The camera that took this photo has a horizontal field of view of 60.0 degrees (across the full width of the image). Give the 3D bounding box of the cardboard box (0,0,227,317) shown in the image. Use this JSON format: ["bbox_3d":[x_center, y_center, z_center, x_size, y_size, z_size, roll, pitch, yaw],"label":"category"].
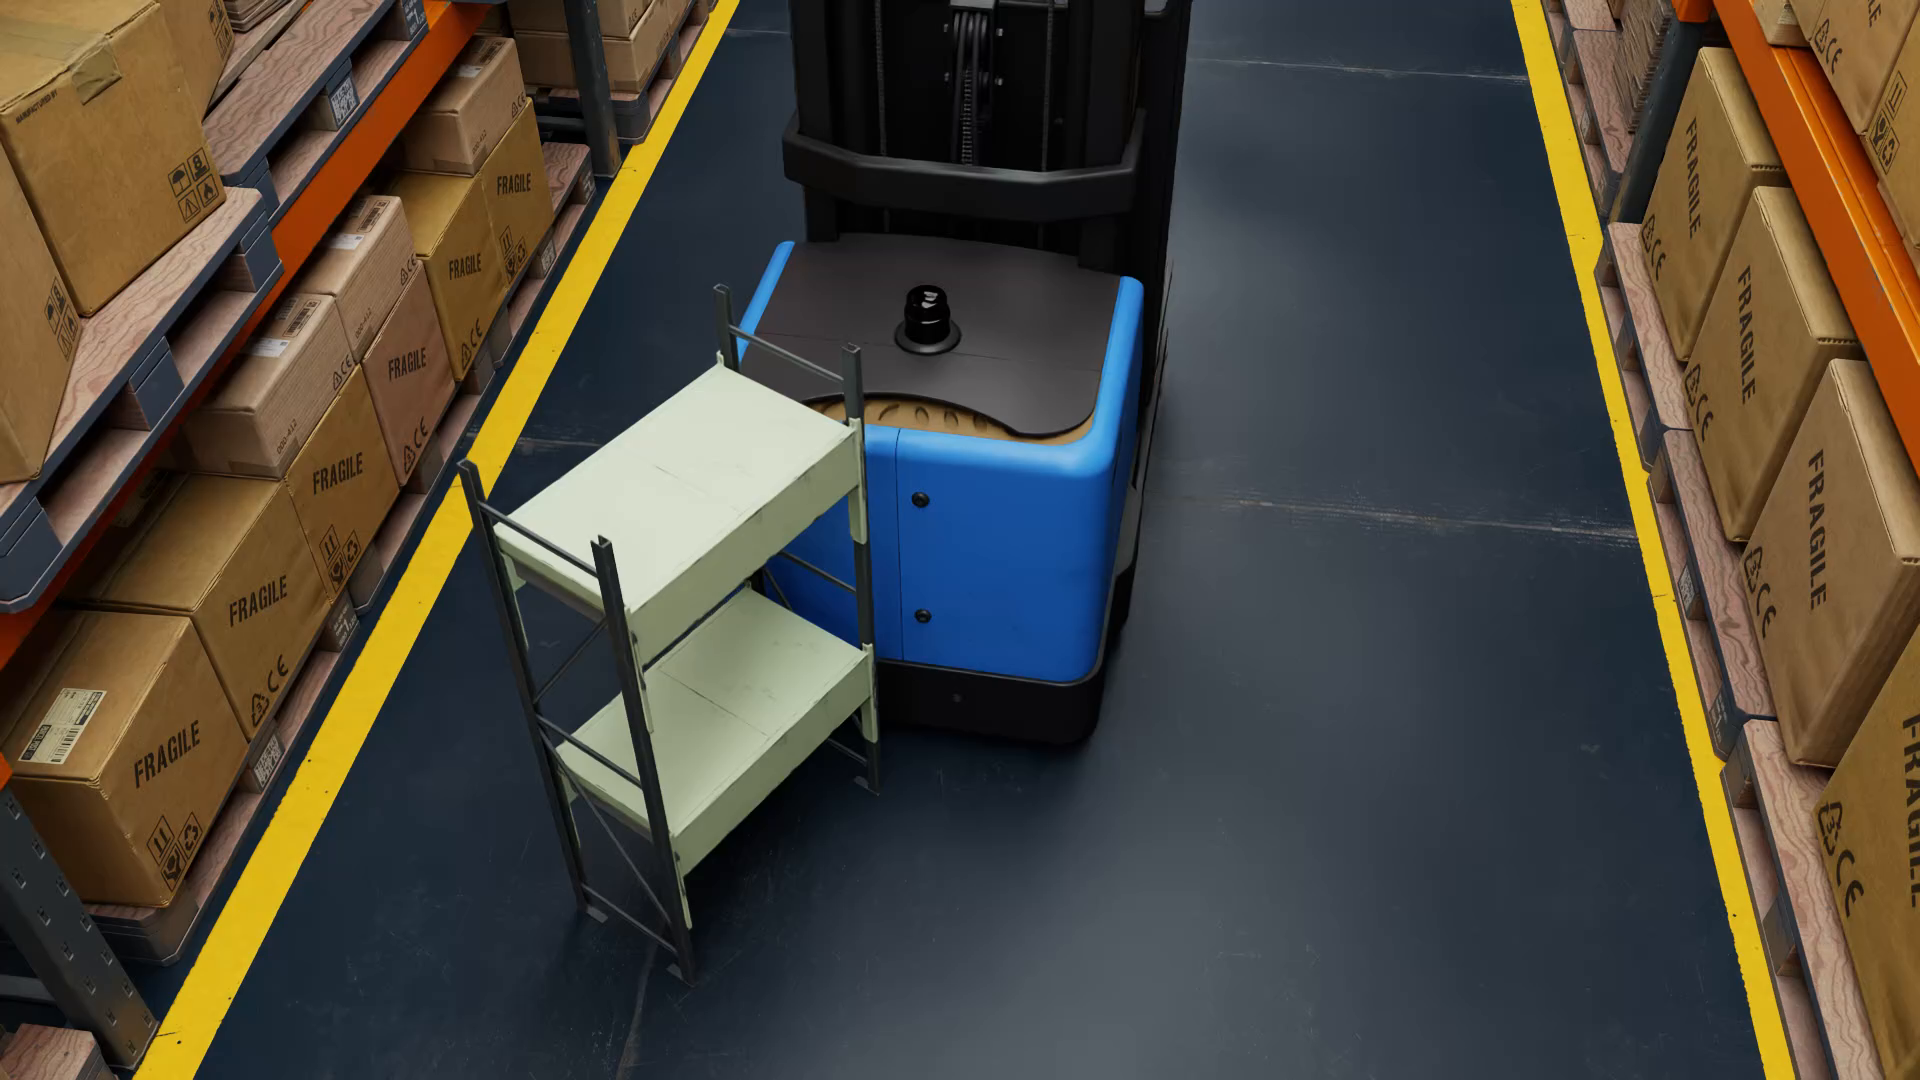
[{"bbox_3d":[-2.119,-0.887,3.627,0.700,0.500,0.500,12,45,12],"label":"cardboard box"}]

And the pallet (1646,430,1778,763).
[{"bbox_3d":[2.665,0.173,4.914,1.003,0.211,1.213,5,44,6],"label":"pallet"}]

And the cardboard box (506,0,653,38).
[{"bbox_3d":[-1.542,-2.335,6.821,0.500,0.311,0.500,7,44,7],"label":"cardboard box"}]

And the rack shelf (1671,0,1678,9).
[{"bbox_3d":[3.272,-3.301,7.078,1.077,0.370,4.000,5,44,6],"label":"rack shelf"}]

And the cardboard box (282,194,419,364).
[{"bbox_3d":[-1.928,-0.776,4.841,0.500,0.250,0.500,4,44,5],"label":"cardboard box"}]

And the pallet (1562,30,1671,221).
[{"bbox_3d":[3.113,-1.719,6.912,1.003,0.211,1.213,5,44,6],"label":"pallet"}]

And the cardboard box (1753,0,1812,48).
[{"bbox_3d":[2.574,-1.568,4.892,0.380,0.149,0.250,6,44,7],"label":"cardboard box"}]

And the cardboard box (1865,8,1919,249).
[{"bbox_3d":[2.484,-0.993,3.814,0.500,0.500,0.500,6,44,7],"label":"cardboard box"}]

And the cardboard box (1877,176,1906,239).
[{"bbox_3d":[2.543,-0.866,4.151,0.380,0.149,0.250,5,44,6],"label":"cardboard box"}]

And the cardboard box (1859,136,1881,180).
[{"bbox_3d":[2.592,-1.033,4.327,0.380,0.149,0.250,6,44,6],"label":"cardboard box"}]

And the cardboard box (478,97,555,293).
[{"bbox_3d":[-1.794,-1.240,5.876,0.500,0.500,0.500,7,44,7],"label":"cardboard box"}]

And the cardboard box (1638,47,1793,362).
[{"bbox_3d":[2.781,-1.082,5.469,0.750,0.750,0.750,5,44,5],"label":"cardboard box"}]

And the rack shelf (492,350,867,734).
[{"bbox_3d":[-0.593,-0.014,3.607,0.431,0.370,0.720,27,50,25],"label":"rack shelf"}]

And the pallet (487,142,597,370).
[{"bbox_3d":[-2.039,-1.129,6.289,1.003,0.211,1.213,5,44,6],"label":"pallet"}]

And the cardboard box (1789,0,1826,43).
[{"bbox_3d":[2.612,-1.687,4.546,0.500,0.500,0.500,7,44,7],"label":"cardboard box"}]

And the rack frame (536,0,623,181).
[{"bbox_3d":[-1.903,-2.647,5.864,1.000,3.000,0.127,5,44,6],"label":"rack frame"}]

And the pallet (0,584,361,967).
[{"bbox_3d":[-2.362,0.534,4.533,1.003,0.211,1.213,5,44,6],"label":"pallet"}]

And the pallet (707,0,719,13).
[{"bbox_3d":[-1.592,-3.021,8.287,1.003,0.211,1.213,5,44,6],"label":"pallet"}]

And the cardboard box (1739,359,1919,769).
[{"bbox_3d":[2.551,0.094,4.227,0.750,0.750,0.750,6,44,7],"label":"cardboard box"}]

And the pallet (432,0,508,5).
[{"bbox_3d":[-1.923,-2.109,5.435,1.213,0.211,1.003,5,44,6],"label":"pallet"}]

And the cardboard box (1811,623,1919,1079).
[{"bbox_3d":[2.436,0.700,3.587,0.750,0.750,0.750,6,44,6],"label":"cardboard box"}]

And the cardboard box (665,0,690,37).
[{"bbox_3d":[-1.477,-2.474,7.376,0.500,0.250,0.500,4,44,4],"label":"cardboard box"}]

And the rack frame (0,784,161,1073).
[{"bbox_3d":[-2.432,0.079,2.985,1.000,3.000,0.127,5,44,6],"label":"rack frame"}]

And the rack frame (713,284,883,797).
[{"bbox_3d":[-0.376,0.066,4.089,0.400,1.500,0.023,27,50,25],"label":"rack frame"}]

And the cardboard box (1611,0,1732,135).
[{"bbox_3d":[3.051,-1.947,6.622,0.700,0.500,0.500,6,44,6],"label":"cardboard box"}]

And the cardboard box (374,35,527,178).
[{"bbox_3d":[-1.797,-1.474,5.578,0.500,0.250,0.500,7,44,7],"label":"cardboard box"}]

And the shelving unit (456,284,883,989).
[{"bbox_3d":[-0.593,0.269,3.875,0.431,1.500,0.755,27,50,25],"label":"shelving unit"}]

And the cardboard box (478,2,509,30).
[{"bbox_3d":[-2.078,-2.384,6.873,0.500,0.311,0.500,6,44,7],"label":"cardboard box"}]

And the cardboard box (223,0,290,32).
[{"bbox_3d":[-2.185,-1.790,4.581,0.700,0.500,0.500,13,45,13],"label":"cardboard box"}]

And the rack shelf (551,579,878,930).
[{"bbox_3d":[-0.593,0.506,4.099,0.431,0.370,0.720,27,50,25],"label":"rack shelf"}]

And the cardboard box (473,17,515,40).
[{"bbox_3d":[-2.075,-2.182,7.067,0.500,0.250,0.500,6,44,7],"label":"cardboard box"}]

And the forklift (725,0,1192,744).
[{"bbox_3d":[0.121,-1.530,4.734,1.130,2.935,3.031,7,44,8],"label":"forklift"}]

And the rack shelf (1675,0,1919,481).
[{"bbox_3d":[2.743,-0.575,4.199,1.077,0.370,4.000,5,44,6],"label":"rack shelf"}]

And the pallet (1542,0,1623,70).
[{"bbox_3d":[3.276,-2.548,7.788,1.003,0.211,1.213,5,44,6],"label":"pallet"}]

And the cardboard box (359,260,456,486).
[{"bbox_3d":[-1.926,-0.529,5.126,0.500,0.500,0.500,4,44,4],"label":"cardboard box"}]

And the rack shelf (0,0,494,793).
[{"bbox_3d":[-2.167,-1.023,4.672,1.077,0.370,4.000,5,44,6],"label":"rack shelf"}]

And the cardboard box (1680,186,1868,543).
[{"bbox_3d":[2.658,-0.486,4.839,0.750,0.750,0.750,5,44,5],"label":"cardboard box"}]

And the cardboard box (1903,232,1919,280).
[{"bbox_3d":[2.501,-0.687,3.962,0.380,0.149,0.250,7,44,7],"label":"cardboard box"}]

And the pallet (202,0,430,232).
[{"bbox_3d":[-2.155,-1.252,4.530,1.003,0.211,1.213,5,44,6],"label":"pallet"}]

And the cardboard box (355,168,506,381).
[{"bbox_3d":[-1.863,-0.888,5.504,0.500,0.500,0.500,4,44,4],"label":"cardboard box"}]

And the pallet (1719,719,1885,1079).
[{"bbox_3d":[2.506,1.007,4.033,1.003,0.211,1.213,5,44,6],"label":"pallet"}]

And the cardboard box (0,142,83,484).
[{"bbox_3d":[-2.147,-0.412,3.126,0.700,0.500,0.500,-8,44,-9],"label":"cardboard box"}]

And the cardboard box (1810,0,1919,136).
[{"bbox_3d":[2.545,-1.349,4.189,0.500,0.500,0.500,5,44,5],"label":"cardboard box"}]

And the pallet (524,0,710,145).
[{"bbox_3d":[-1.755,-2.192,7.411,1.003,0.211,1.213,5,44,6],"label":"pallet"}]

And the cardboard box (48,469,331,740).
[{"bbox_3d":[-2.067,0.155,4.403,0.500,0.500,0.500,6,44,6],"label":"cardboard box"}]

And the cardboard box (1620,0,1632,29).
[{"bbox_3d":[3.235,-2.287,6.982,0.700,0.500,0.500,5,44,5],"label":"cardboard box"}]

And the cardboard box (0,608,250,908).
[{"bbox_3d":[-2.126,0.519,4.018,0.500,0.500,0.500,3,44,4],"label":"cardboard box"}]

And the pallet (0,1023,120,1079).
[{"bbox_3d":[-2.523,1.560,3.449,1.003,0.211,1.213,5,44,6],"label":"pallet"}]

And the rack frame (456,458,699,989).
[{"bbox_3d":[-0.810,0.472,3.661,0.400,1.500,0.023,27,50,25],"label":"rack frame"}]

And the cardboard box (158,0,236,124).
[{"bbox_3d":[-2.259,-1.319,4.084,0.700,0.500,0.500,-5,44,-5],"label":"cardboard box"}]

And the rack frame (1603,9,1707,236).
[{"bbox_3d":[3.008,-2.199,5.391,1.000,3.000,0.127,5,44,6],"label":"rack frame"}]

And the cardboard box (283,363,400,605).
[{"bbox_3d":[-1.993,-0.185,4.762,0.500,0.500,0.500,6,44,6],"label":"cardboard box"}]

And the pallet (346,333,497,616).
[{"bbox_3d":[-2.203,-0.300,5.413,1.003,0.211,1.213,5,44,6],"label":"pallet"}]

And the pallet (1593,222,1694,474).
[{"bbox_3d":[2.829,-0.656,5.790,1.003,0.211,1.213,5,44,6],"label":"pallet"}]

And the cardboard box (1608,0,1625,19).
[{"bbox_3d":[3.272,-2.628,7.342,0.700,0.500,0.500,5,44,5],"label":"cardboard box"}]

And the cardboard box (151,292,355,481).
[{"bbox_3d":[-1.994,-0.434,4.480,0.500,0.250,0.500,5,44,6],"label":"cardboard box"}]

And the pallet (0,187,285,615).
[{"bbox_3d":[-2.218,-0.386,3.616,1.003,0.211,1.213,5,44,6],"label":"pallet"}]

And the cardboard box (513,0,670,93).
[{"bbox_3d":[-1.542,-2.131,7.014,0.500,0.250,0.500,5,44,5],"label":"cardboard box"}]
